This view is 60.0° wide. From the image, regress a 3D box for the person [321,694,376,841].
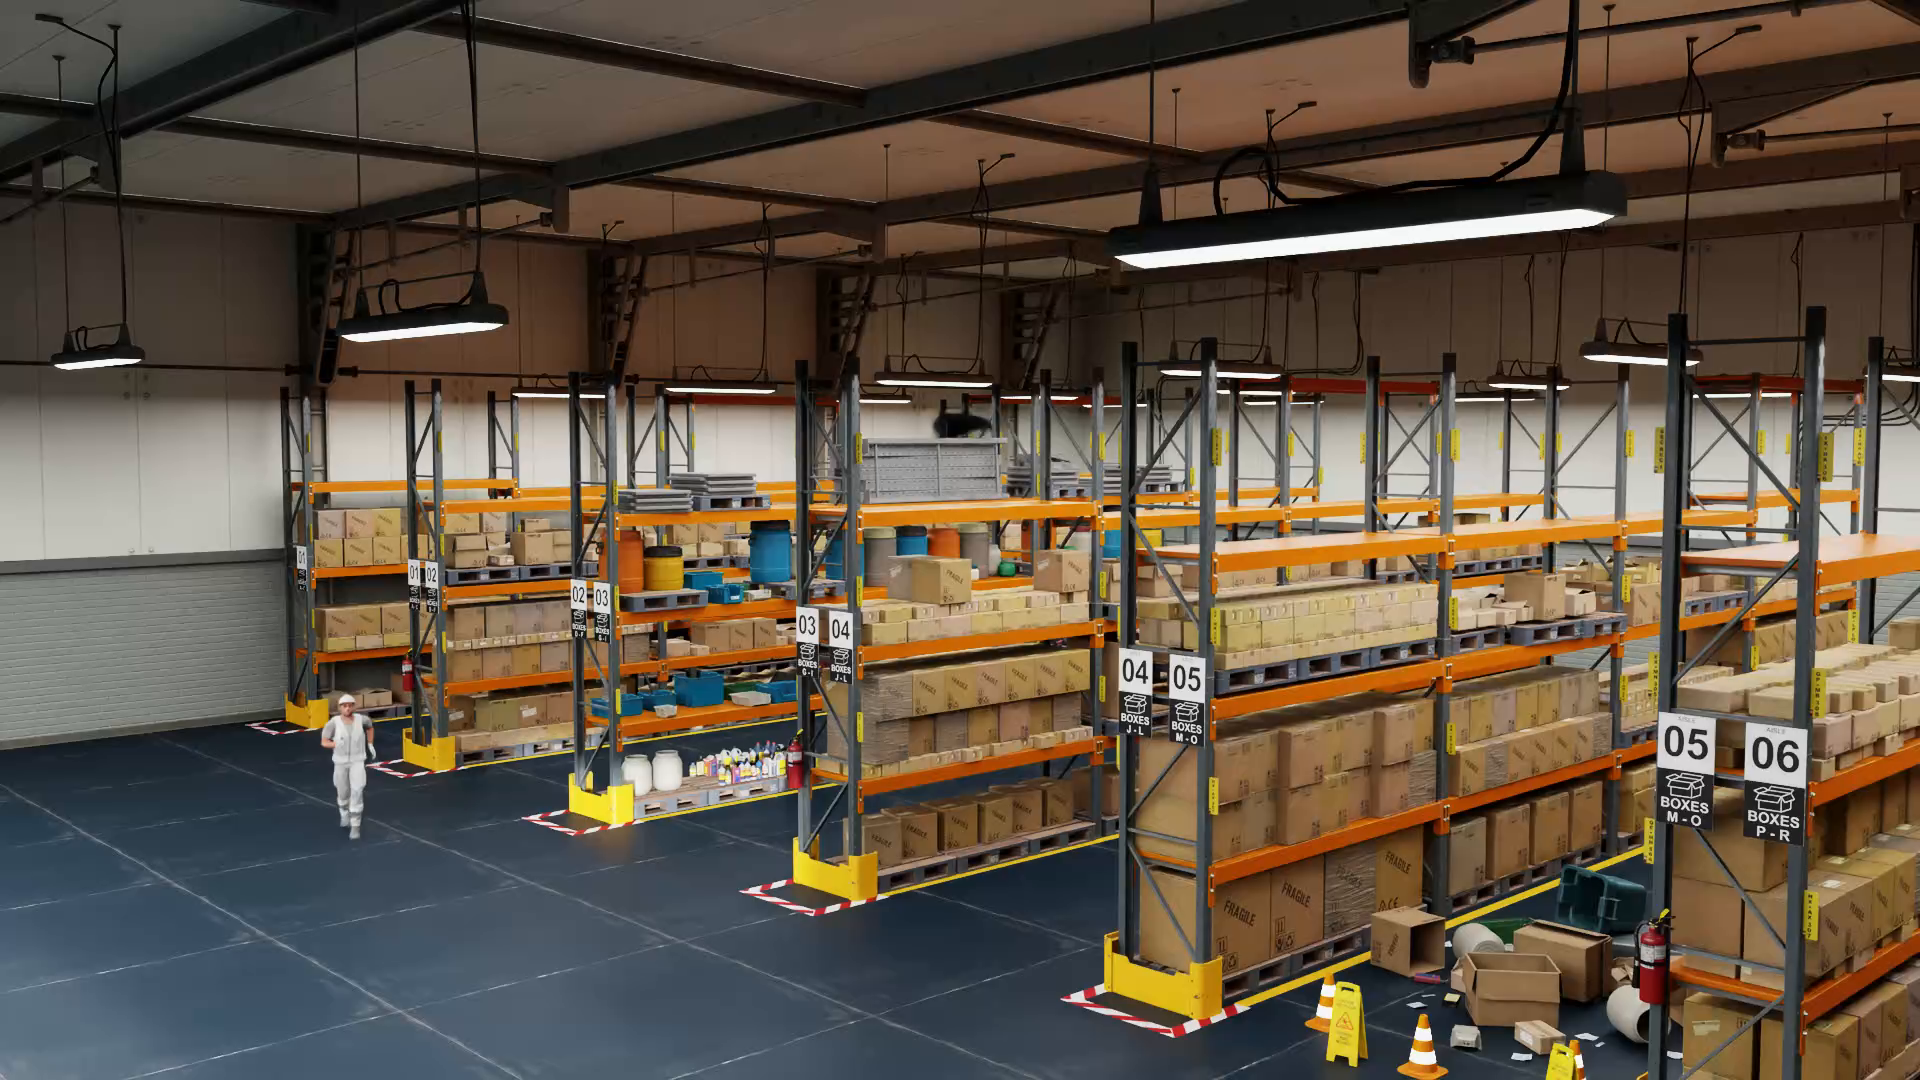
[{"bbox_3d":[-7.869,2.881,21.399,0.640,1.825,0.904,-1,4,-20],"label":"person"}]
